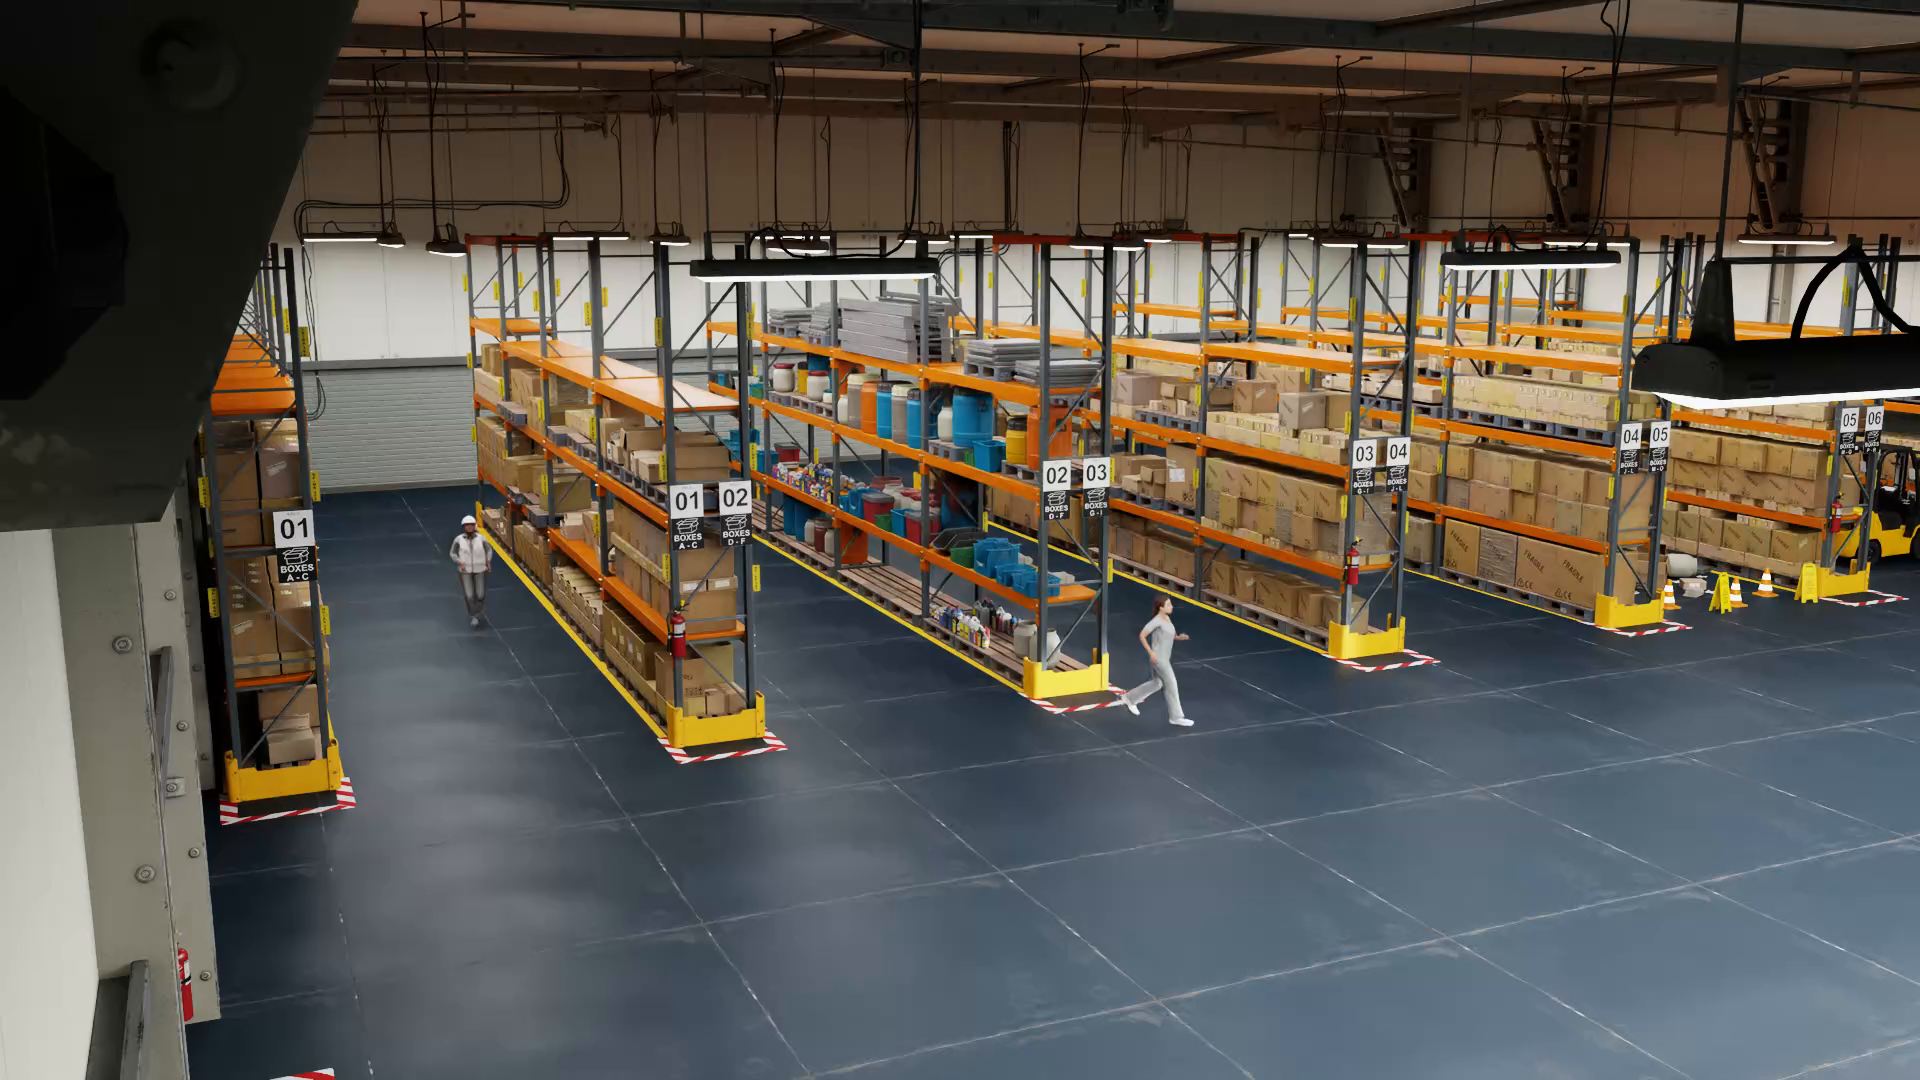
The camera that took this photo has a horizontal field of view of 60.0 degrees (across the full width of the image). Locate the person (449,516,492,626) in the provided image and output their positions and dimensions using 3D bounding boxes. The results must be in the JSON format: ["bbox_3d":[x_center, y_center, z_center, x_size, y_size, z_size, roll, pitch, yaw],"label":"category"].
[{"bbox_3d":[-7.688,0.473,26.203,0.661,1.731,0.585,-4,12,-19],"label":"person"}]

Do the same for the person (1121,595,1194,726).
[{"bbox_3d":[2.490,1.495,20.916,0.945,1.652,0.565,4,12,19],"label":"person"}]
